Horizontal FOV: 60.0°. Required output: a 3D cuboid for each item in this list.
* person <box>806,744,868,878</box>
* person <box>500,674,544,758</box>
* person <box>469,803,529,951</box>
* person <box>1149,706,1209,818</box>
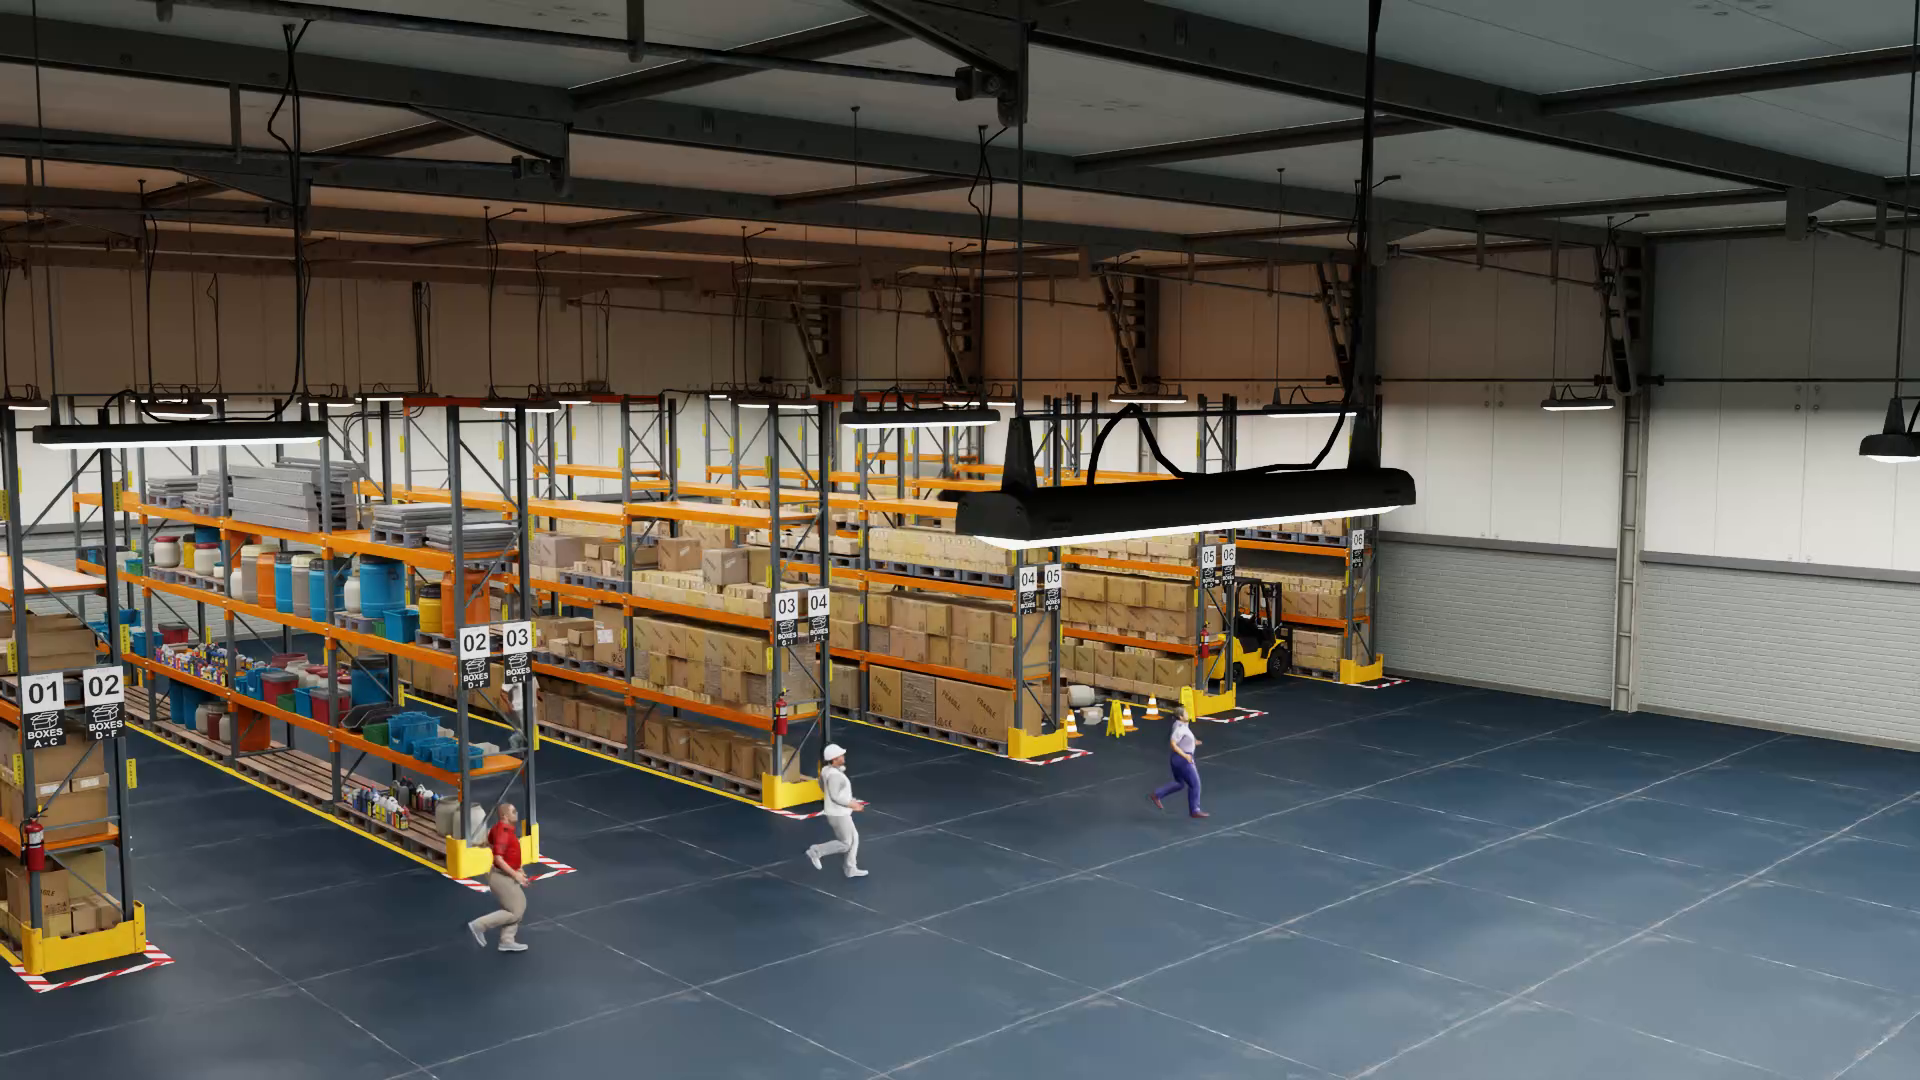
[{"bbox_3d":[-1.565,3.441,21.086,0.808,1.737,0.677,-1,6,-12],"label":"person"},{"bbox_3d":[-7.209,2.801,27.655,0.549,1.718,0.698,4,7,35],"label":"person"},{"bbox_3d":[-5.105,3.737,18.330,0.642,1.685,0.652,-2,6,-20],"label":"person"},{"bbox_3d":[3.176,3.201,24.002,0.862,1.617,0.619,0,6,-2],"label":"person"}]
